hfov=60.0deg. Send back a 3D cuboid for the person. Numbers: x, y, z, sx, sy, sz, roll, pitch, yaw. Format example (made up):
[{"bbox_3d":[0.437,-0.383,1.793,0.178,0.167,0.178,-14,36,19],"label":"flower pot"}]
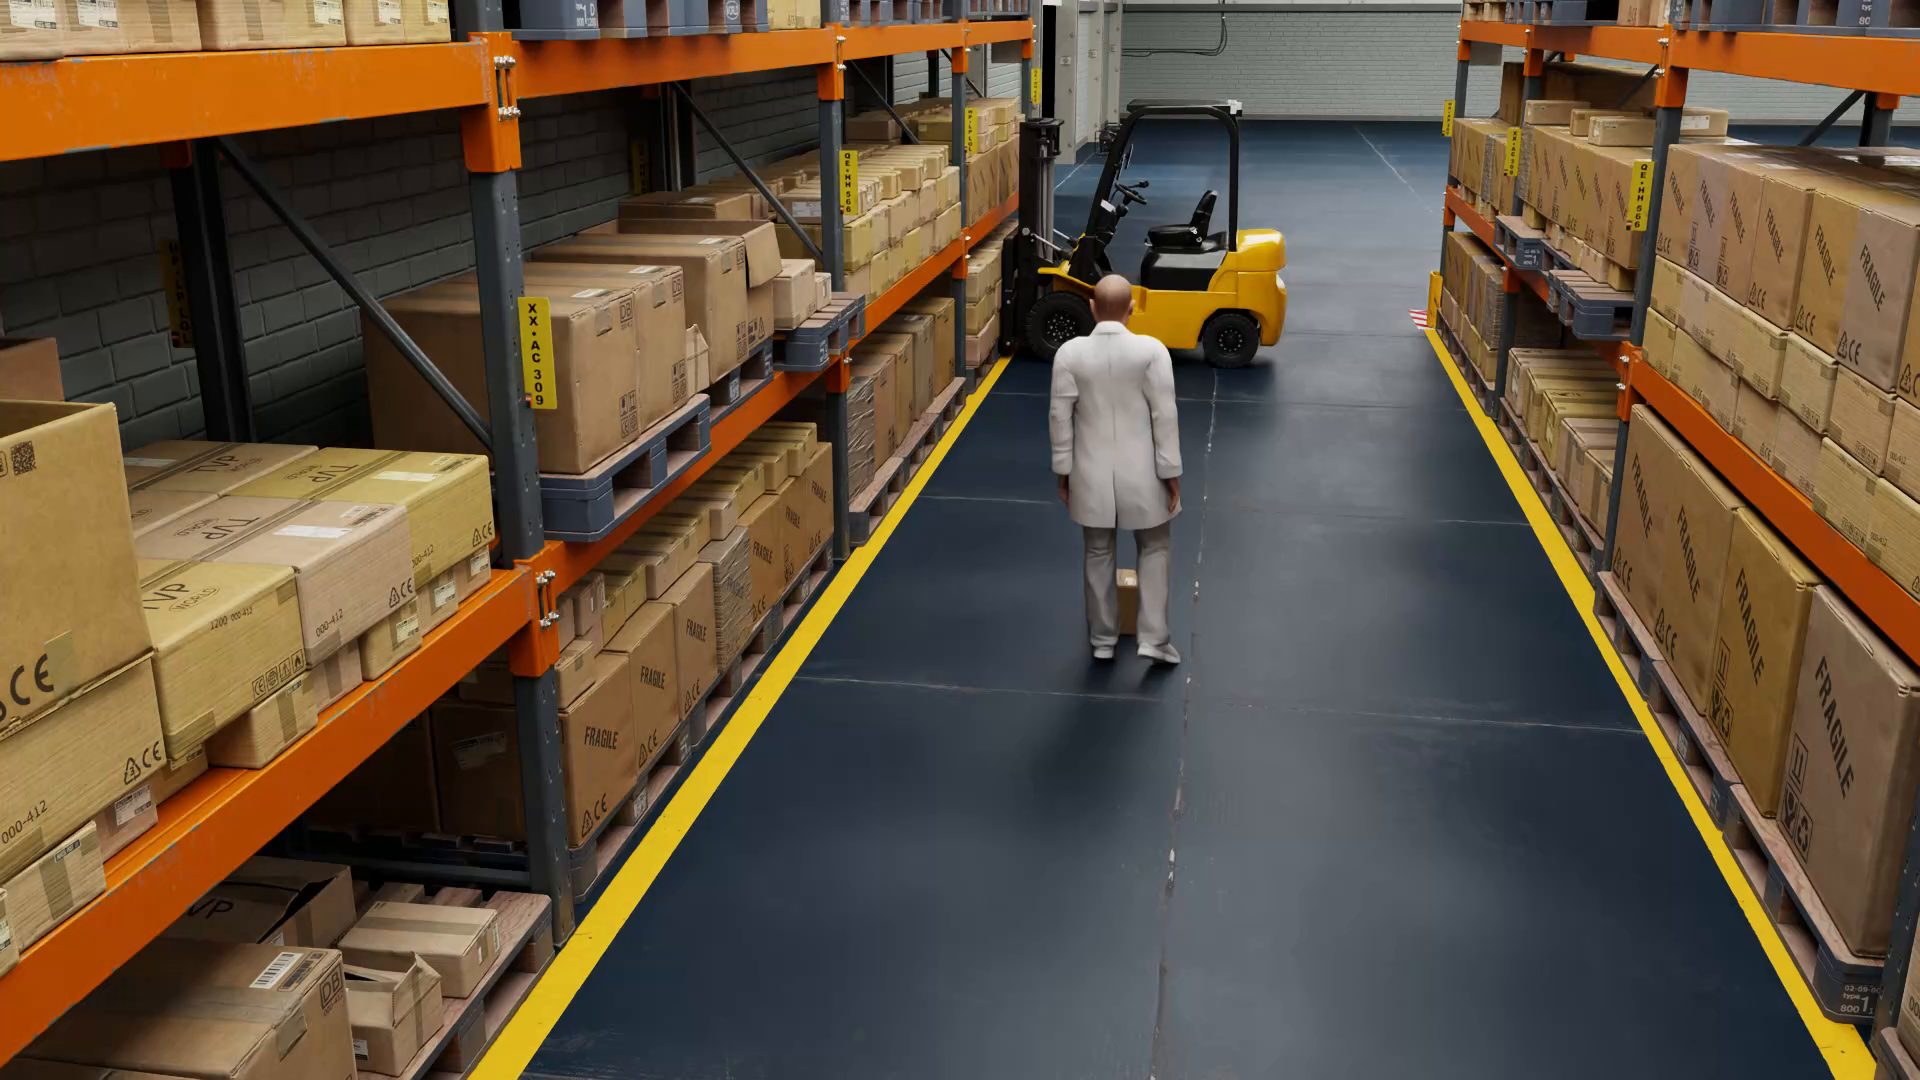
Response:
[{"bbox_3d":[0.722,-0.292,7.514,0.612,1.827,0.497,4,18,13],"label":"person"}]
